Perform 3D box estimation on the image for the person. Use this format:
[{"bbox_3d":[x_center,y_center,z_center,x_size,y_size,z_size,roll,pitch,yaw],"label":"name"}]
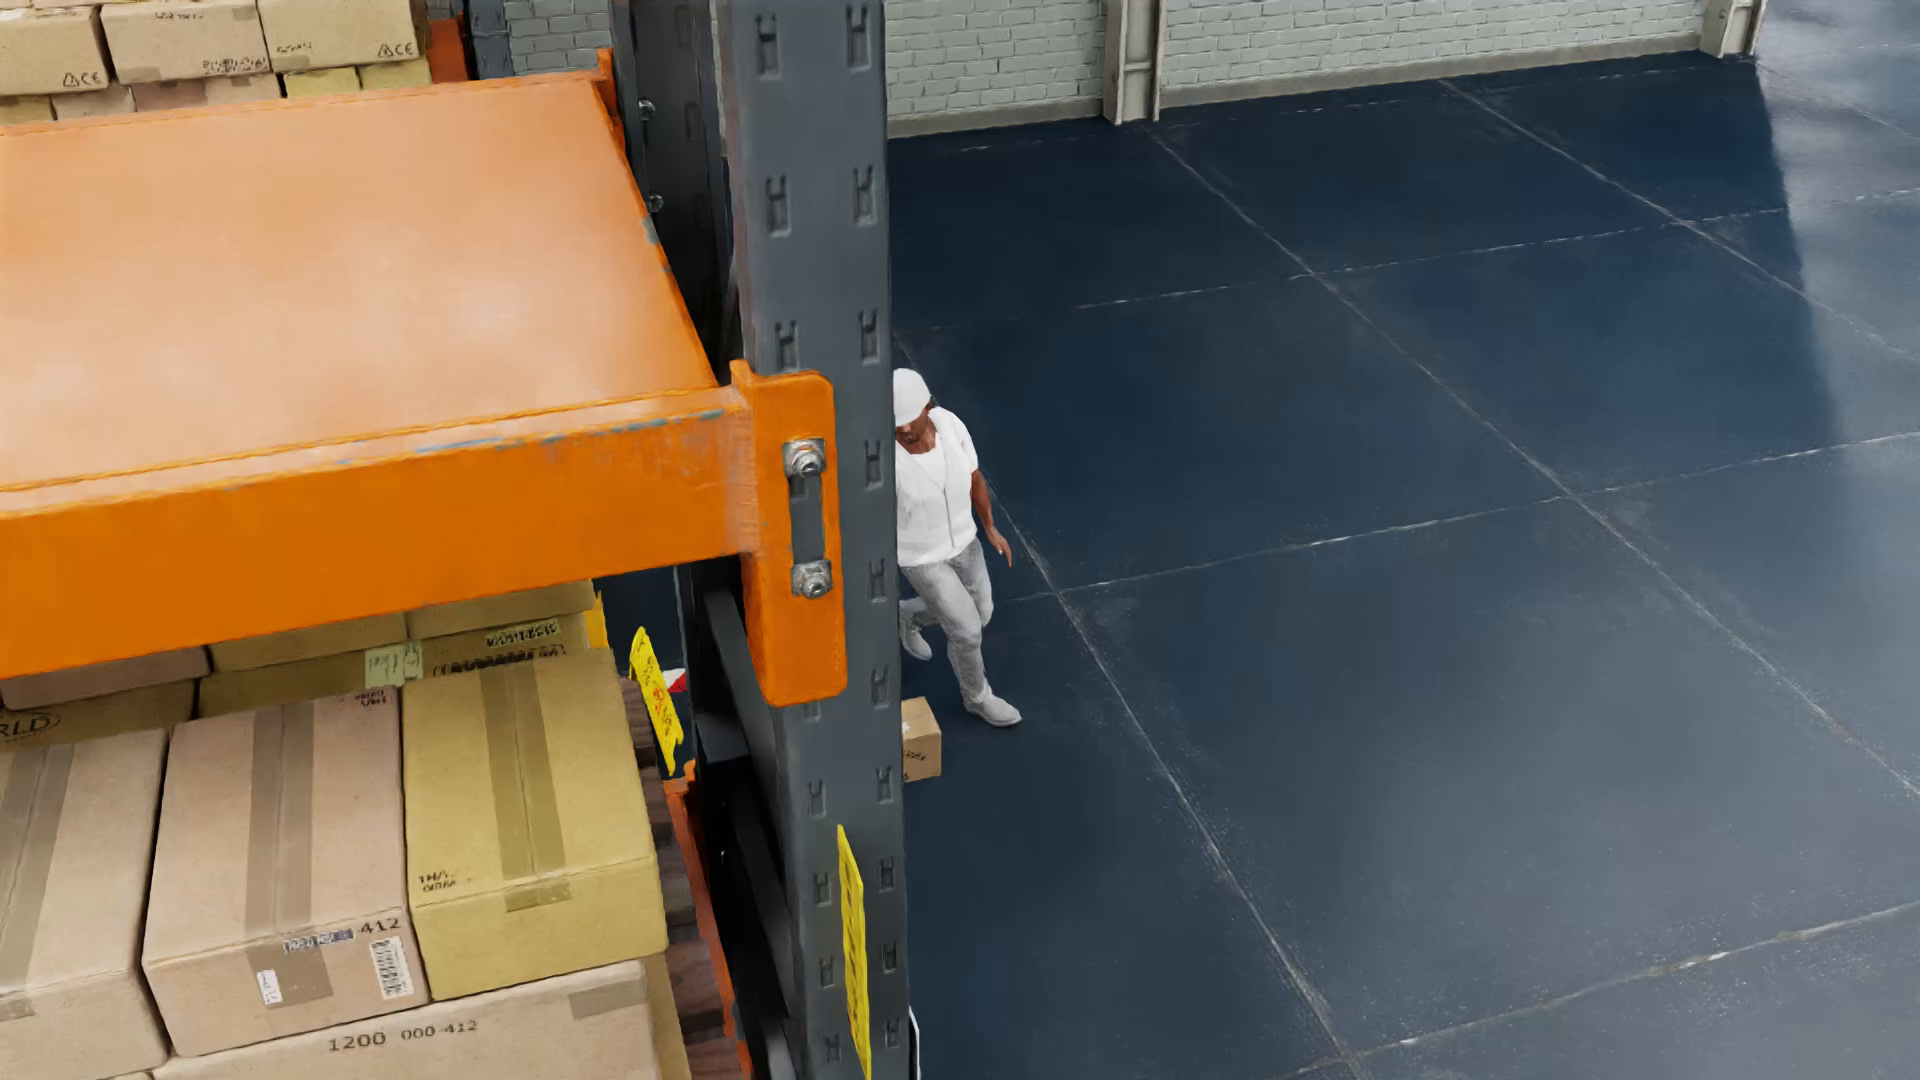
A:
[{"bbox_3d":[-0.096,0.036,7.149,0.582,1.686,0.799,-28,43,-35],"label":"person"}]
